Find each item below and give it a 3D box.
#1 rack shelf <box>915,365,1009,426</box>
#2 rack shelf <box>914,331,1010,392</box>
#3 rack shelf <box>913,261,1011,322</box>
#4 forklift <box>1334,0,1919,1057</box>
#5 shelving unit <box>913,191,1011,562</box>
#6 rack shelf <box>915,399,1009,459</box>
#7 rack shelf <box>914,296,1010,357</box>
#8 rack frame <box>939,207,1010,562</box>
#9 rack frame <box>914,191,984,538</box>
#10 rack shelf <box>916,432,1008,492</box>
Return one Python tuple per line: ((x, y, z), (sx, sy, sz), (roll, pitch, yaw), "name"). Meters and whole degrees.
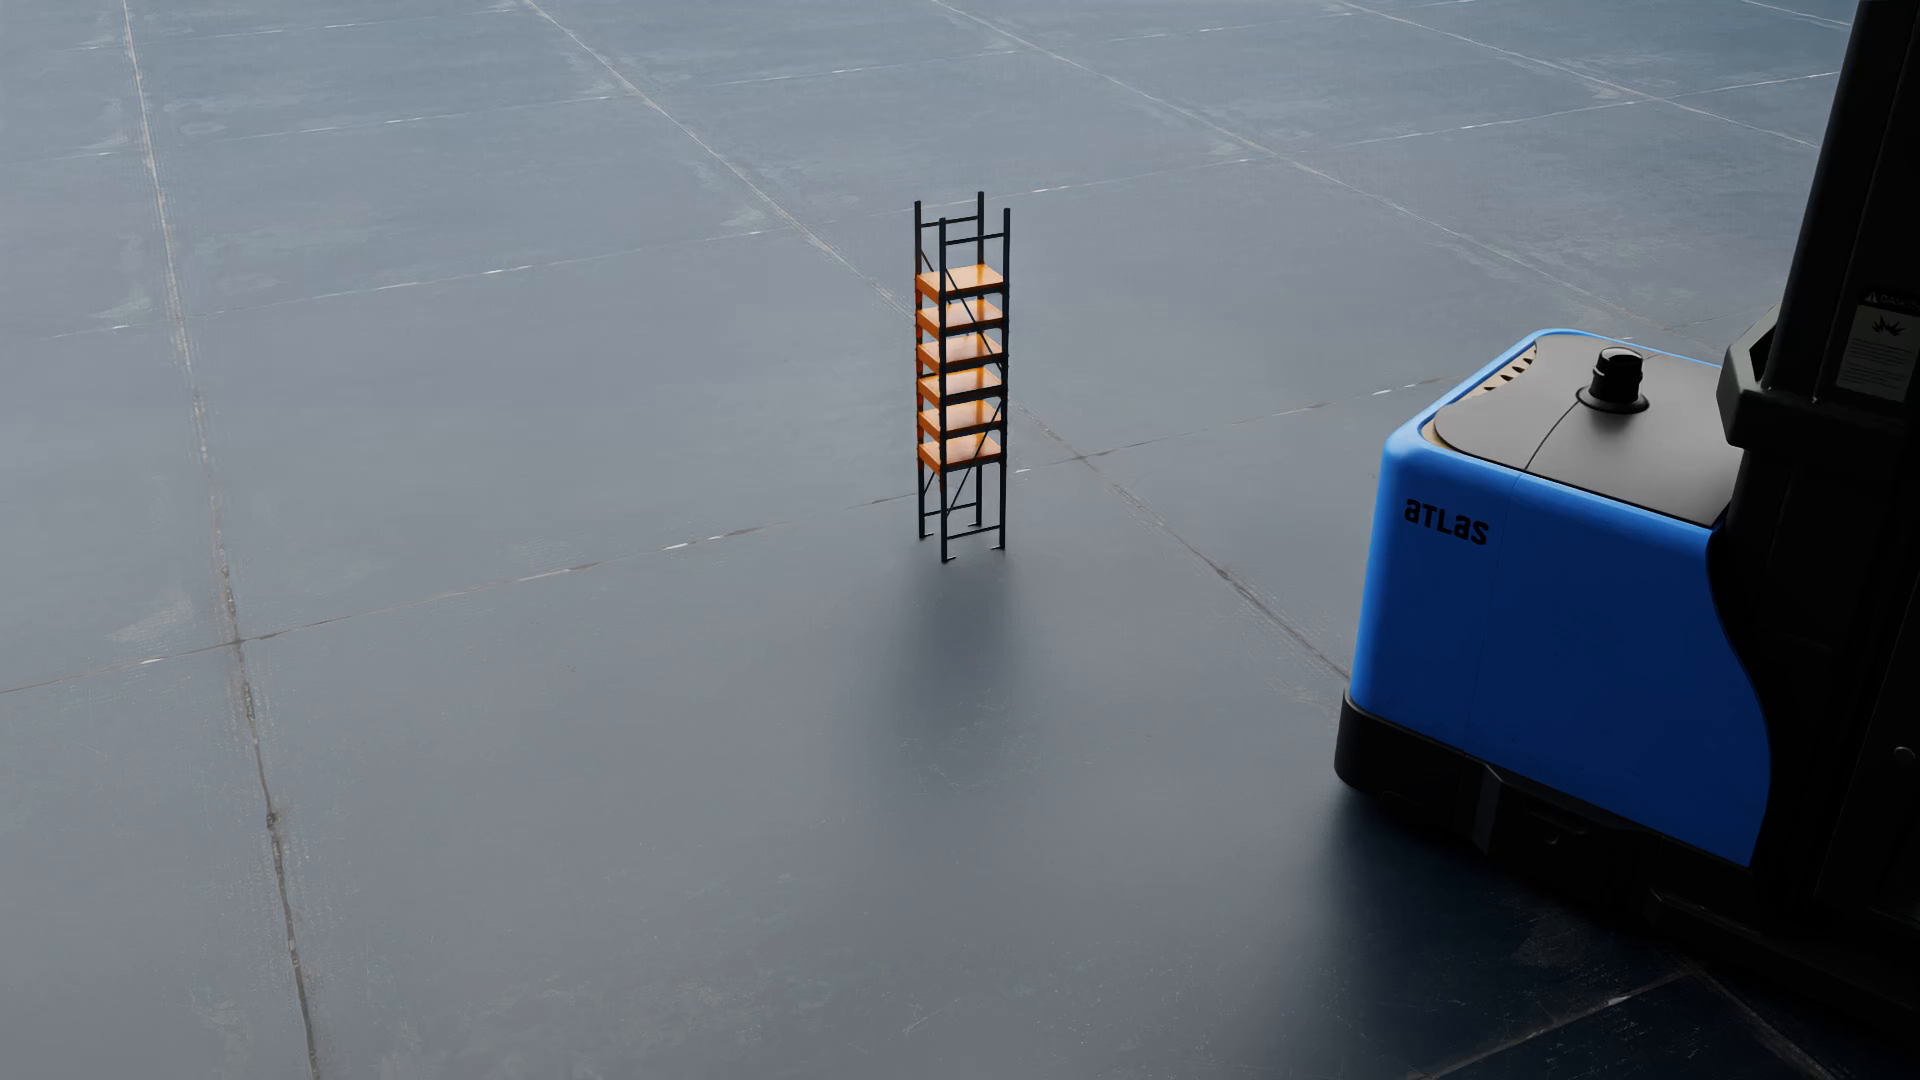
((0.006, -0.478, 5.467), (0.258, 0.103, 0.180), (-13, 32, -22), "rack shelf")
((0.006, -0.583, 5.408), (0.258, 0.103, 0.180), (-13, 32, -22), "rack shelf")
((0.006, -0.792, 5.291), (0.258, 0.103, 0.180), (-13, 32, -22), "rack shelf")
((2.468, -0.310, 3.307), (3.031, 2.935, 1.130), (22, 36, 34), "forklift")
((0.006, -0.517, 5.445), (0.258, 1.200, 0.189), (-13, 32, -22), "shelving unit")
((0.006, -0.374, 5.526), (0.258, 0.103, 0.180), (-13, 32, -22), "rack shelf")
((0.006, -0.688, 5.349), (0.258, 0.103, 0.180), (-13, 32, -22), "rack shelf")
((0.046, -0.477, 5.373), (0.240, 1.200, 0.006), (-13, 32, -22), "rack frame")
((-0.033, -0.557, 5.517), (0.240, 1.200, 0.006), (-13, 32, -22), "rack frame")
((0.006, -0.269, 5.584), (0.258, 0.103, 0.180), (-13, 32, -22), "rack shelf")
